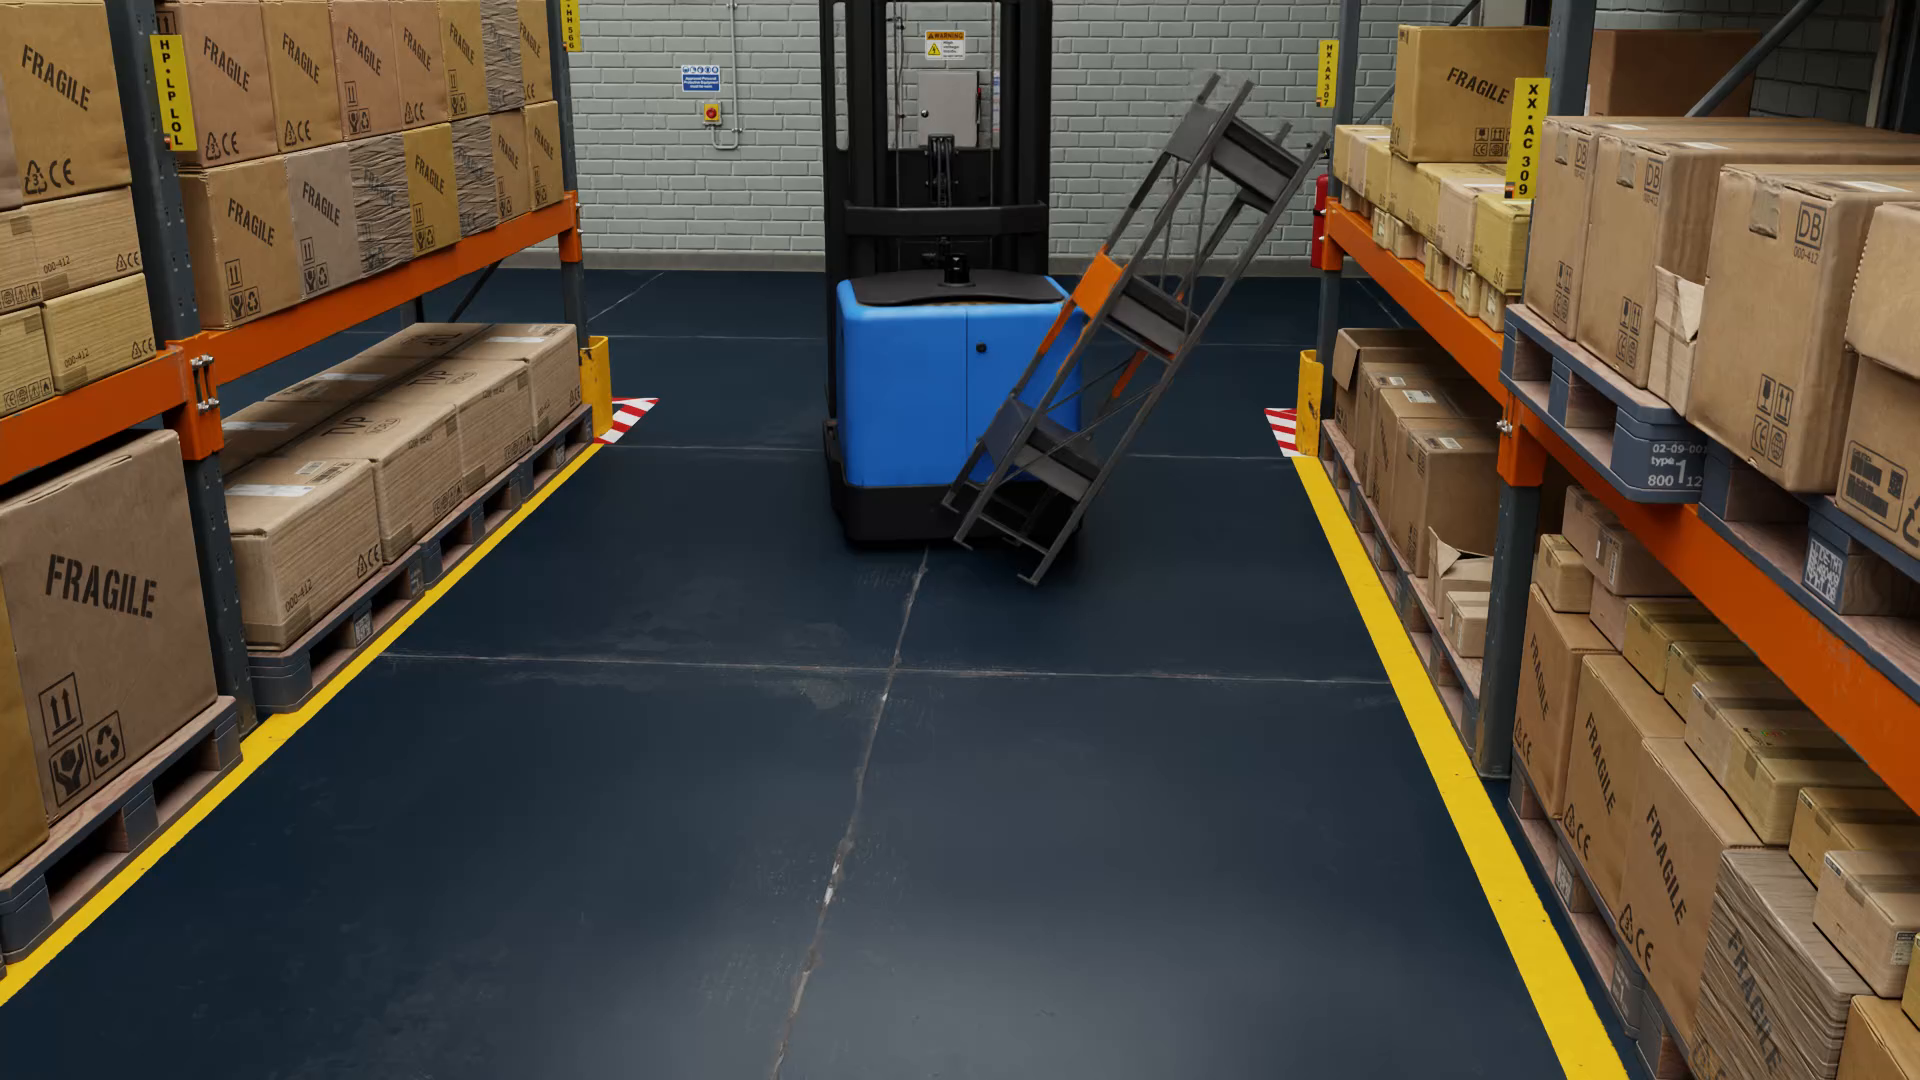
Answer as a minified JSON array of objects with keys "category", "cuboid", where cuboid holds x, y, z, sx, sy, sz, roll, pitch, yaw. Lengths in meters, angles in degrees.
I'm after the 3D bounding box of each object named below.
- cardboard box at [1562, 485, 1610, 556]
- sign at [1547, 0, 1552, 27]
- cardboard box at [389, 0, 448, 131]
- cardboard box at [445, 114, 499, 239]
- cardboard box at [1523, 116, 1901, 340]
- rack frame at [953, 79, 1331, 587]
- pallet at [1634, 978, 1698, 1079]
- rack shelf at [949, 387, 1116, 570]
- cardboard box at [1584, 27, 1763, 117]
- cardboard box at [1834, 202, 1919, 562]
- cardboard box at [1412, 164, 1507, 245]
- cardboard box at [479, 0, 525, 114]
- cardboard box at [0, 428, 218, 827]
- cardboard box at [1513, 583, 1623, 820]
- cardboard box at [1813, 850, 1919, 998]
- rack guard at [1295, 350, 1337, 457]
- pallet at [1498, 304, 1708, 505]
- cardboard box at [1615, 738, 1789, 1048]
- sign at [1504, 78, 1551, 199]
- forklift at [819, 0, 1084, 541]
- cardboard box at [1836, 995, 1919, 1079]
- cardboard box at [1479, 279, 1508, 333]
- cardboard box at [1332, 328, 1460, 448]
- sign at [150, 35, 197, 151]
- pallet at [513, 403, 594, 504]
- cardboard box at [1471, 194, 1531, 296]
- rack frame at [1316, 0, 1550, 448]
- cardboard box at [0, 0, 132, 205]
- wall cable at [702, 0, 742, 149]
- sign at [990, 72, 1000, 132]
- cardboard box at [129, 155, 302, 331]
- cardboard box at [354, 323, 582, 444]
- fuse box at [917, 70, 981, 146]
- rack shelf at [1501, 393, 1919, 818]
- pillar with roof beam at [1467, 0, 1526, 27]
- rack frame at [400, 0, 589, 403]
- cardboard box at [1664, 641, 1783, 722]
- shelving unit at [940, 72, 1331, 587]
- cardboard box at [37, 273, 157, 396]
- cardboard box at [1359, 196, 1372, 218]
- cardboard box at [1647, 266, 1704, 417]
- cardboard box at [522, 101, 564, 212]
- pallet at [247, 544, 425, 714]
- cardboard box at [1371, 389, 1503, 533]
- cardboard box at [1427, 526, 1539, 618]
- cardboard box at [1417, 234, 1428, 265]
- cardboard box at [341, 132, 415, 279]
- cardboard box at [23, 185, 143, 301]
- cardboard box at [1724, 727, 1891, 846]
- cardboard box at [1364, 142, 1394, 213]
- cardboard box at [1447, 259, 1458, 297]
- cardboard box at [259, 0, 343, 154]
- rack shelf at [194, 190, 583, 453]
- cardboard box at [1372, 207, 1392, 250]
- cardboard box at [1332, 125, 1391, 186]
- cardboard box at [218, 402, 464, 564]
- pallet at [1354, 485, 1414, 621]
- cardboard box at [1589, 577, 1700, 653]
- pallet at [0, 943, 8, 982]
[{"category":"cardboard box","cuboid":[1.884,-0.043,4.557,0.380,0.149,0.250,1,18,3]},{"category":"sign","cuboid":[2.953,-2.613,8.212,0.100,0.325,0.005,1,18,4]},{"category":"cardboard box","cuboid":[-2.432,-1.935,6.746,0.500,0.500,0.500,1,18,4]},{"category":"cardboard box","cuboid":[-2.399,-1.617,7.379,0.500,0.500,0.500,2,18,6]},{"category":"cardboard box","cuboid":[1.857,-0.790,4.183,0.700,0.500,0.500,2,18,5]},{"category":"rack frame","cuboid":[0.692,-0.769,6.509,0.400,2.100,0.015,29,13,-15]},{"category":"pallet","cuboid":[2.009,1.270,3.208,1.003,0.211,1.213,1,18,4]},{"category":"rack shelf","cuboid":[0.289,-0.259,6.892,0.431,0.518,0.480,29,13,-15]},{"category":"cardboard box","cuboid":[2.487,-1.572,5.961,0.500,0.500,0.500,1,18,2]},{"category":"cardboard box","cuboid":[1.760,-0.206,2.394,0.797,0.503,0.637,1,18,3]},{"category":"cardboard box","cuboid":[1.978,-1.233,6.131,0.500,0.250,0.500,1,18,4]},{"category":"cardboard box","cuboid":[-2.355,-2.245,7.691,0.500,0.500,0.500,1,18,4]},{"category":"cardboard box","cuboid":[-2.801,0.206,4.714,0.875,0.875,0.875,2,18,6]},{"category":"cardboard box","cuboid":[1.855,0.445,4.588,0.500,0.500,0.500,2,18,6]},{"category":"cardboard box","cuboid":[1.733,0.664,2.879,0.380,0.149,0.250,0,18,1]},{"category":"rack guard","cuboid":[2.396,-0.719,8.816,1.175,0.500,0.348,1,18,4]},{"category":"pallet","cuboid":[1.948,-0.352,3.987,1.003,0.211,1.213,1,18,4]},{"category":"cardboard box","cuboid":[1.787,0.765,3.610,0.500,0.500,0.500,1,18,2]},{"category":"sign","cuboid":[1.573,-1.110,4.602,0.100,0.325,0.005,1,18,4]},{"category":"forklift","cuboid":[-0.141,-1.804,8.222,1.130,2.935,3.031,-2,18,-6]},{"category":"cardboard box","cuboid":[1.725,1.088,2.625,0.500,0.500,0.500,2,18,6]},{"category":"cardboard box","cuboid":[1.882,-0.755,5.314,0.380,0.149,0.250,2,18,5]},{"category":"cardboard box","cuboid":[2.263,-0.756,8.248,0.797,0.503,0.637,1,18,2]},{"category":"sign","cuboid":[-2.295,-1.302,4.846,0.100,0.325,0.005,1,18,4]},{"category":"pallet","cuboid":[-2.529,-0.465,8.504,1.003,0.211,1.213,1,18,4]},{"category":"cardboard box","cuboid":[1.908,-0.922,5.183,0.500,0.250,0.500,2,18,5]},{"category":"rack frame","cuboid":[2.401,-1.931,8.498,1.000,3.000,0.127,1,18,4]},{"category":"cardboard box","cuboid":[-2.618,-1.176,4.430,0.500,0.500,0.500,2,18,6]},{"category":"wall cable","cuboid":[-2.169,-4.290,14.016,0.585,1.953,0.123,1,18,4]},{"category":"sign","cuboid":[0.423,-3.708,14.075,0.329,0.494,0.001,1,18,4]},{"category":"cardboard box","cuboid":[-2.542,-0.986,5.453,0.500,0.500,0.500,2,18,6]},{"category":"cardboard box","cuboid":[-2.498,-0.815,8.534,0.875,0.438,0.875,1,18,2]},{"category":"fuse box","cuboid":[-0.084,-3.088,14.098,0.539,1.711,0.414,1,18,4]},{"category":"rack shelf","cuboid":[1.971,0.275,2.923,1.077,0.370,4.000,1,18,4]},{"category":"pillar with roof beam","cuboid":[-0.800,-5.695,10.352,9.100,9.000,0.400,1,18,4]},{"category":"rack frame","cuboid":[-2.550,-2.040,8.833,1.000,3.000,0.127,1,18,4]},{"category":"cardboard box","cuboid":[1.867,0.350,3.835,0.380,0.149,0.250,1,18,3]},{"category":"shelving unit","cuboid":[0.665,-0.847,6.739,0.431,2.100,0.503,29,13,-15]},{"category":"cardboard box","cuboid":[-2.617,-0.582,4.623,0.500,0.250,0.500,1,18,3]},{"category":"cardboard box","cuboid":[2.132,-1.635,8.000,0.380,0.149,0.250,2,18,5]},{"category":"cardboard box","cuboid":[1.632,-0.401,3.372,0.396,0.266,0.258,2,18,7]},{"category":"cardboard box","cuboid":[-2.321,-1.932,8.342,0.500,0.500,0.500,1,18,4]},{"category":"pallet","cuboid":[-2.704,0.293,6.191,1.003,0.211,1.213,1,18,4]},{"category":"cardboard box","cuboid":[2.025,-0.328,6.947,0.500,0.500,0.500,2,18,5]},{"category":"cardboard box","cuboid":[1.887,0.121,5.954,0.396,0.266,0.258,2,18,6]},{"category":"cardboard box","cuboid":[2.014,-1.153,6.527,0.380,0.149,0.250,1,18,4]},{"category":"cardboard box","cuboid":[-2.460,-1.296,6.401,0.500,0.500,0.500,1,18,4]},{"category":"cardboard box","cuboid":[-2.626,-0.822,4.553,0.500,0.250,0.500,1,18,4]},{"category":"cardboard box","cuboid":[1.792,0.504,3.366,0.380,0.149,0.250,2,18,6]},{"category":"cardboard box","cuboid":[2.031,-1.552,7.105,0.500,0.250,0.500,1,18,3]},{"category":"cardboard box","cuboid":[1.923,-0.917,5.809,0.380,0.149,0.250,2,18,5]},{"category":"cardboard box","cuboid":[-2.519,-1.620,5.783,0.500,0.500,0.500,1,18,3]},{"category":"rack shelf","cuboid":[-2.693,-1.077,7.049,1.077,0.370,4.000,1,18,4]},{"category":"cardboard box","cuboid":[1.962,-1.316,7.027,0.380,0.149,0.250,1,18,2]},{"category":"cardboard box","cuboid":[2.100,-1.866,8.064,0.500,0.250,0.500,1,18,4]},{"category":"cardboard box","cuboid":[-2.621,-0.251,6.812,0.875,0.438,0.875,1,18,2]},{"category":"pallet","cuboid":[2.249,0.044,6.952,1.003,0.211,1.213,1,18,4]},{"category":"cardboard box","cuboid":[1.881,0.185,4.340,0.380,0.149,0.250,1,18,2]},{"category":"pallet","cuboid":[-2.902,1.148,3.580,1.003,0.211,1.213,1,18,4]}]
